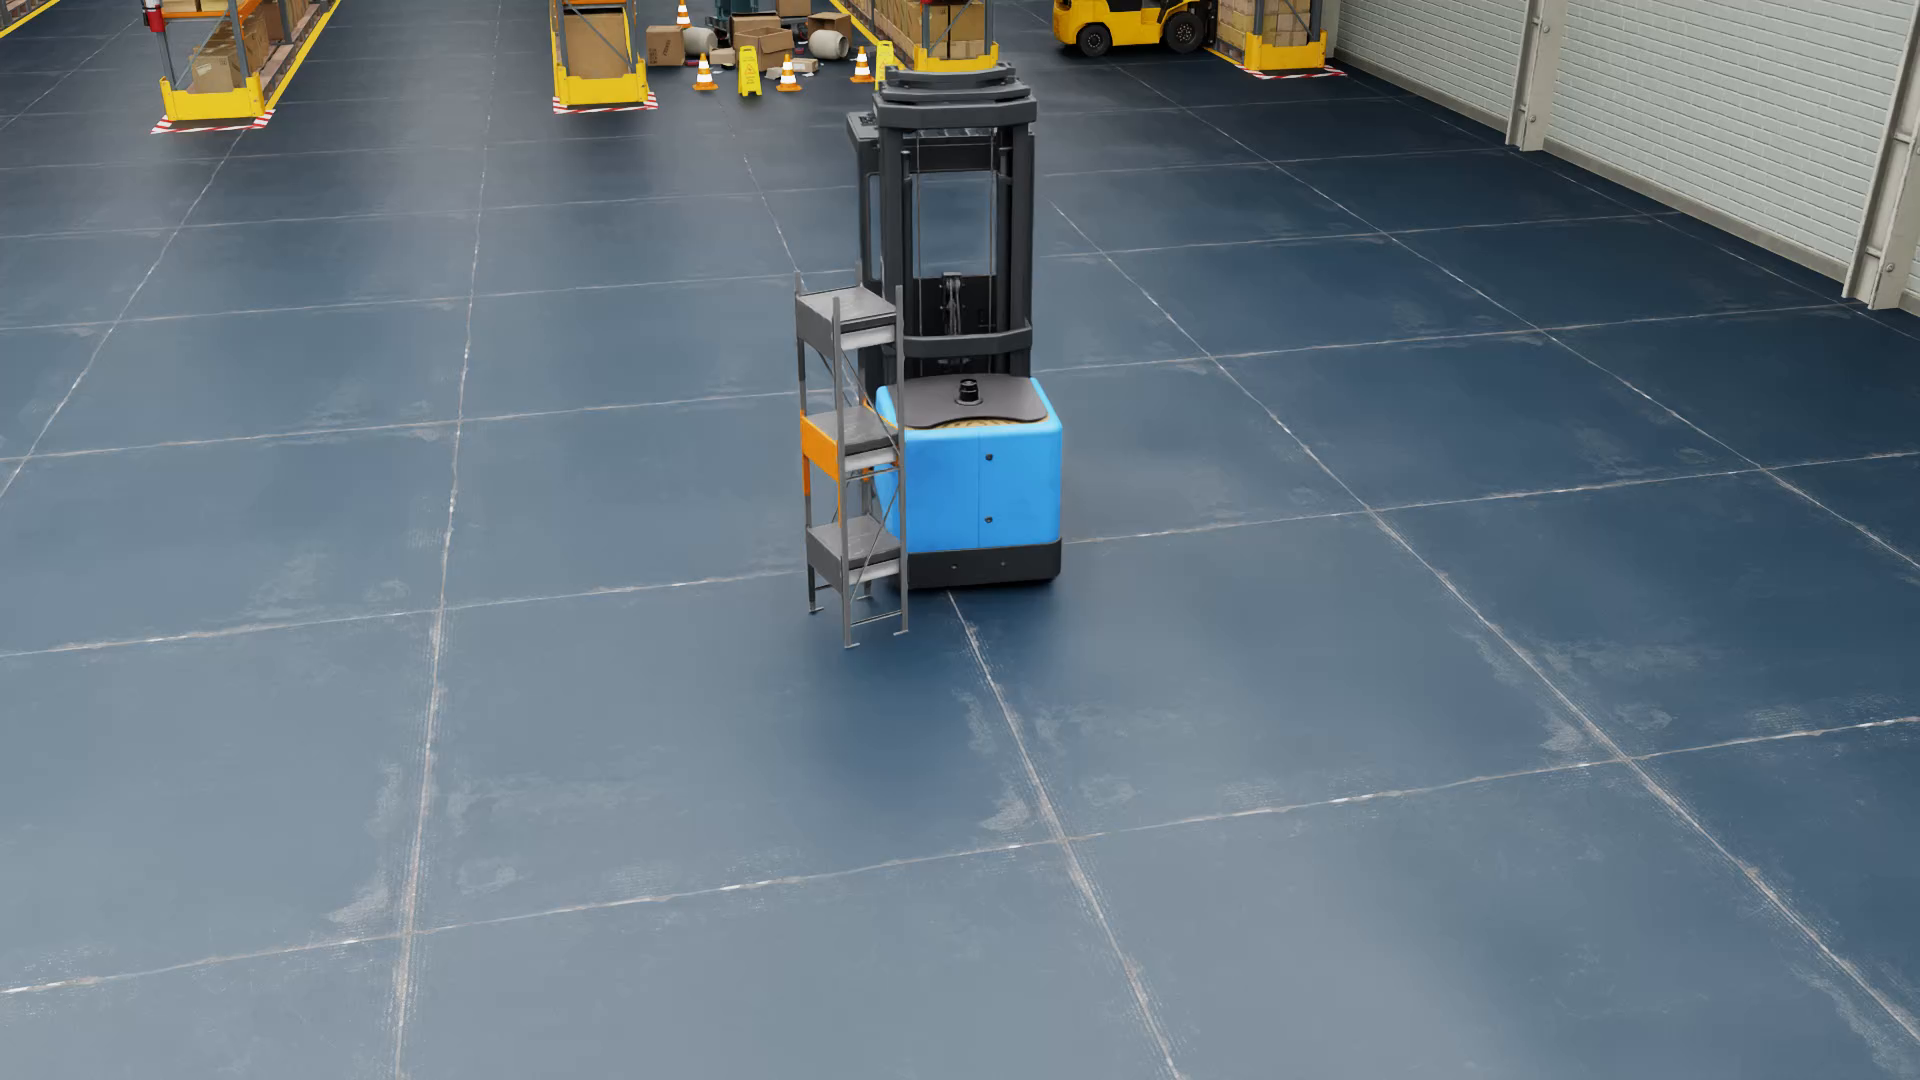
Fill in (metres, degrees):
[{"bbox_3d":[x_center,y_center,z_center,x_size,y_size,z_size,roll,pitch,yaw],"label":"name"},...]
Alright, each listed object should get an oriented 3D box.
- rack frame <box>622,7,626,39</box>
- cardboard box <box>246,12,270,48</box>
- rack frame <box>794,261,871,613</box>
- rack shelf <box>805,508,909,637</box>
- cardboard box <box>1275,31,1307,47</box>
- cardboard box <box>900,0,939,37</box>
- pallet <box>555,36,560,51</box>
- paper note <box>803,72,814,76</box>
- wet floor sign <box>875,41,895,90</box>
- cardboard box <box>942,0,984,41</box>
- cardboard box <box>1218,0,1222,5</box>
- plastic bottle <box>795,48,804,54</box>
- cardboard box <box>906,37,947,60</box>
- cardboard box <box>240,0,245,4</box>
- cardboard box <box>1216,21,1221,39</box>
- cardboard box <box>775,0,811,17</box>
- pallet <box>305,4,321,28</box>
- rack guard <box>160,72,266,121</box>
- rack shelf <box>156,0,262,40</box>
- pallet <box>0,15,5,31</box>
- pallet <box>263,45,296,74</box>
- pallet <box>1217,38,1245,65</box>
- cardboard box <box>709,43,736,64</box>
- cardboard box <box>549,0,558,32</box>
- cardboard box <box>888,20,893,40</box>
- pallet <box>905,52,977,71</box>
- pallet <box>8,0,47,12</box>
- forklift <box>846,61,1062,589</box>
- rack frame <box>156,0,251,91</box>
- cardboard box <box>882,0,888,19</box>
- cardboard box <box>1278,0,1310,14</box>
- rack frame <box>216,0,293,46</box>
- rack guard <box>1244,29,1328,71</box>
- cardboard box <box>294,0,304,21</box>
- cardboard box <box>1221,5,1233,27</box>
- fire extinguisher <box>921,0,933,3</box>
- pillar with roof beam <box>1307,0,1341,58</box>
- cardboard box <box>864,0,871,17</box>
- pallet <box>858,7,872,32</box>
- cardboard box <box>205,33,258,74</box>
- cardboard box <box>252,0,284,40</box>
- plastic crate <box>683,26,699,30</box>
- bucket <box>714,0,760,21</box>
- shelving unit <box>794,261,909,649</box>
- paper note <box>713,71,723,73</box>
[{"bbox_3d":[-5.737,-9.067,25.385,1.000,3.000,0.127,-6,27,-12],"label":"rack frame"},{"bbox_3d":[-10.541,-7.499,24.587,0.500,0.500,0.500,-7,28,-13],"label":"cardboard box"},{"bbox_3d":[-0.719,-0.550,9.510,0.400,2.100,0.015,-14,30,-26],"label":"rack frame"},{"bbox_3d":[-0.600,0.183,9.641,0.431,0.518,0.480,-14,30,-26],"label":"rack shelf"},{"bbox_3d":[4.879,-7.559,24.983,0.500,0.250,0.500,-6,27,-11],"label":"cardboard box"},{"bbox_3d":[-0.592,-7.707,24.443,0.500,0.500,0.500,-5,27,-10],"label":"cardboard box"},{"bbox_3d":[-5.642,-7.480,25.336,1.003,0.211,1.213,-6,27,-12],"label":"pallet"},{"bbox_3d":[-2.188,-6.745,24.080,0.148,0.019,0.142,-16,31,-29],"label":"paper note"},{"bbox_3d":[-1.036,-6.615,23.139,0.267,0.644,0.232,3,27,6],"label":"wet floor sign"},{"bbox_3d":[0.046,-7.545,24.123,0.500,0.500,0.500,-7,28,-13],"label":"cardboard box"},{"bbox_3d":[4.147,-8.384,25.508,0.500,0.250,0.500,-6,27,-11],"label":"cardboard box"},{"bbox_3d":[-2.474,-7.545,25.631,0.133,0.061,0.283,-1,27,-3],"label":"plastic bottle"},{"bbox_3d":[-0.486,-7.156,24.184,0.500,0.250,0.500,-6,27,-12],"label":"cardboard box"},{"bbox_3d":[-9.603,-7.112,21.790,0.380,0.149,0.250,-6,27,-12],"label":"cardboard box"},{"bbox_3d":[4.179,-7.938,25.733,0.500,0.250,0.500,-6,27,-11],"label":"cardboard box"},{"bbox_3d":[-2.665,-8.642,26.477,0.500,0.500,0.500,-6,27,-12],"label":"cardboard box"},{"bbox_3d":[-11.319,-8.776,27.902,1.003,0.211,1.213,-6,27,-12],"label":"pallet"},{"bbox_3d":[-9.708,-5.769,21.625,1.175,0.500,0.348,-6,27,-12],"label":"rack guard"},{"bbox_3d":[-10.142,-7.408,22.897,1.077,0.370,4.000,-6,27,-12],"label":"rack shelf"},{"bbox_3d":[-16.183,-8.272,26.904,1.003,0.211,1.213,-6,27,-12],"label":"pallet"},{"bbox_3d":[-10.407,-7.071,24.526,1.003,0.211,1.213,-6,27,-12],"label":"pallet"},{"bbox_3d":[4.586,-7.450,25.276,1.003,0.211,1.213,-6,27,-12],"label":"pallet"},{"bbox_3d":[-3.556,-7.279,24.876,0.396,0.266,0.258,-1,27,-3],"label":"cardboard box"},{"bbox_3d":[-5.965,-8.513,26.319,1.050,0.750,0.750,-6,27,-12],"label":"cardboard box"},{"bbox_3d":[-0.814,-7.822,25.503,0.500,0.250,0.500,-6,27,-12],"label":"cardboard box"},{"bbox_3d":[-0.202,-7.007,24.397,1.003,0.211,1.213,-6,27,-12],"label":"pallet"},{"bbox_3d":[-16.809,-9.492,29.322,1.003,0.211,1.213,-6,27,-12],"label":"pallet"},{"bbox_3d":[-0.127,-1.651,10.769,1.130,2.935,3.031,-4,27,-8],"label":"forklift"},{"bbox_3d":[-9.691,-6.852,20.996,1.000,3.000,0.127,-6,27,-12],"label":"rack frame"},{"bbox_3d":[-0.936,-8.388,25.794,0.500,0.500,0.500,-5,27,-10],"label":"cardboard box"},{"bbox_3d":[4.875,-8.000,24.747,0.500,0.250,0.500,-6,27,-12],"label":"cardboard box"},{"bbox_3d":[-10.593,-8.608,24.475,1.000,3.000,0.127,-6,27,-12],"label":"rack frame"},{"bbox_3d":[4.804,-7.237,24.534,1.175,0.500,0.348,-6,27,-12],"label":"rack guard"},{"bbox_3d":[-11.052,-8.662,26.867,0.700,0.500,0.500,-4,27,-7],"label":"cardboard box"},{"bbox_3d":[4.282,-7.950,25.202,0.500,0.250,0.500,-6,27,-12],"label":"cardboard box"},{"bbox_3d":[-0.459,-7.726,22.814,0.296,0.674,0.183,-6,27,-12],"label":"fire extinguisher"},{"bbox_3d":[1.326,-11.002,22.560,9.100,9.000,0.400,-6,27,-12],"label":"pillar with roof beam"},{"bbox_3d":[-1.058,-8.858,27.422,0.950,0.372,0.625,-6,27,-11],"label":"cardboard box"},{"bbox_3d":[-1.114,-8.711,27.774,1.003,0.211,1.213,-6,27,-12],"label":"pallet"},{"bbox_3d":[-10.106,-6.735,23.072,0.500,0.500,0.500,-3,27,-7],"label":"cardboard box"},{"bbox_3d":[-10.710,-7.960,25.477,0.700,0.500,0.500,-8,28,-16],"label":"cardboard box"},{"bbox_3d":[-4.422,-7.894,26.118,0.450,0.188,0.662,-2,25,20],"label":"plastic crate"},{"bbox_3d":[-3.461,-8.458,26.125,0.726,0.611,0.620,3,17,6],"label":"bucket"},{"bbox_3d":[-0.600,-0.454,9.320,0.431,2.100,0.503,-14,30,-26],"label":"shelving unit"},{"bbox_3d":[-3.526,-6.827,24.244,0.144,0.017,0.142,3,27,6],"label":"paper note"}]
